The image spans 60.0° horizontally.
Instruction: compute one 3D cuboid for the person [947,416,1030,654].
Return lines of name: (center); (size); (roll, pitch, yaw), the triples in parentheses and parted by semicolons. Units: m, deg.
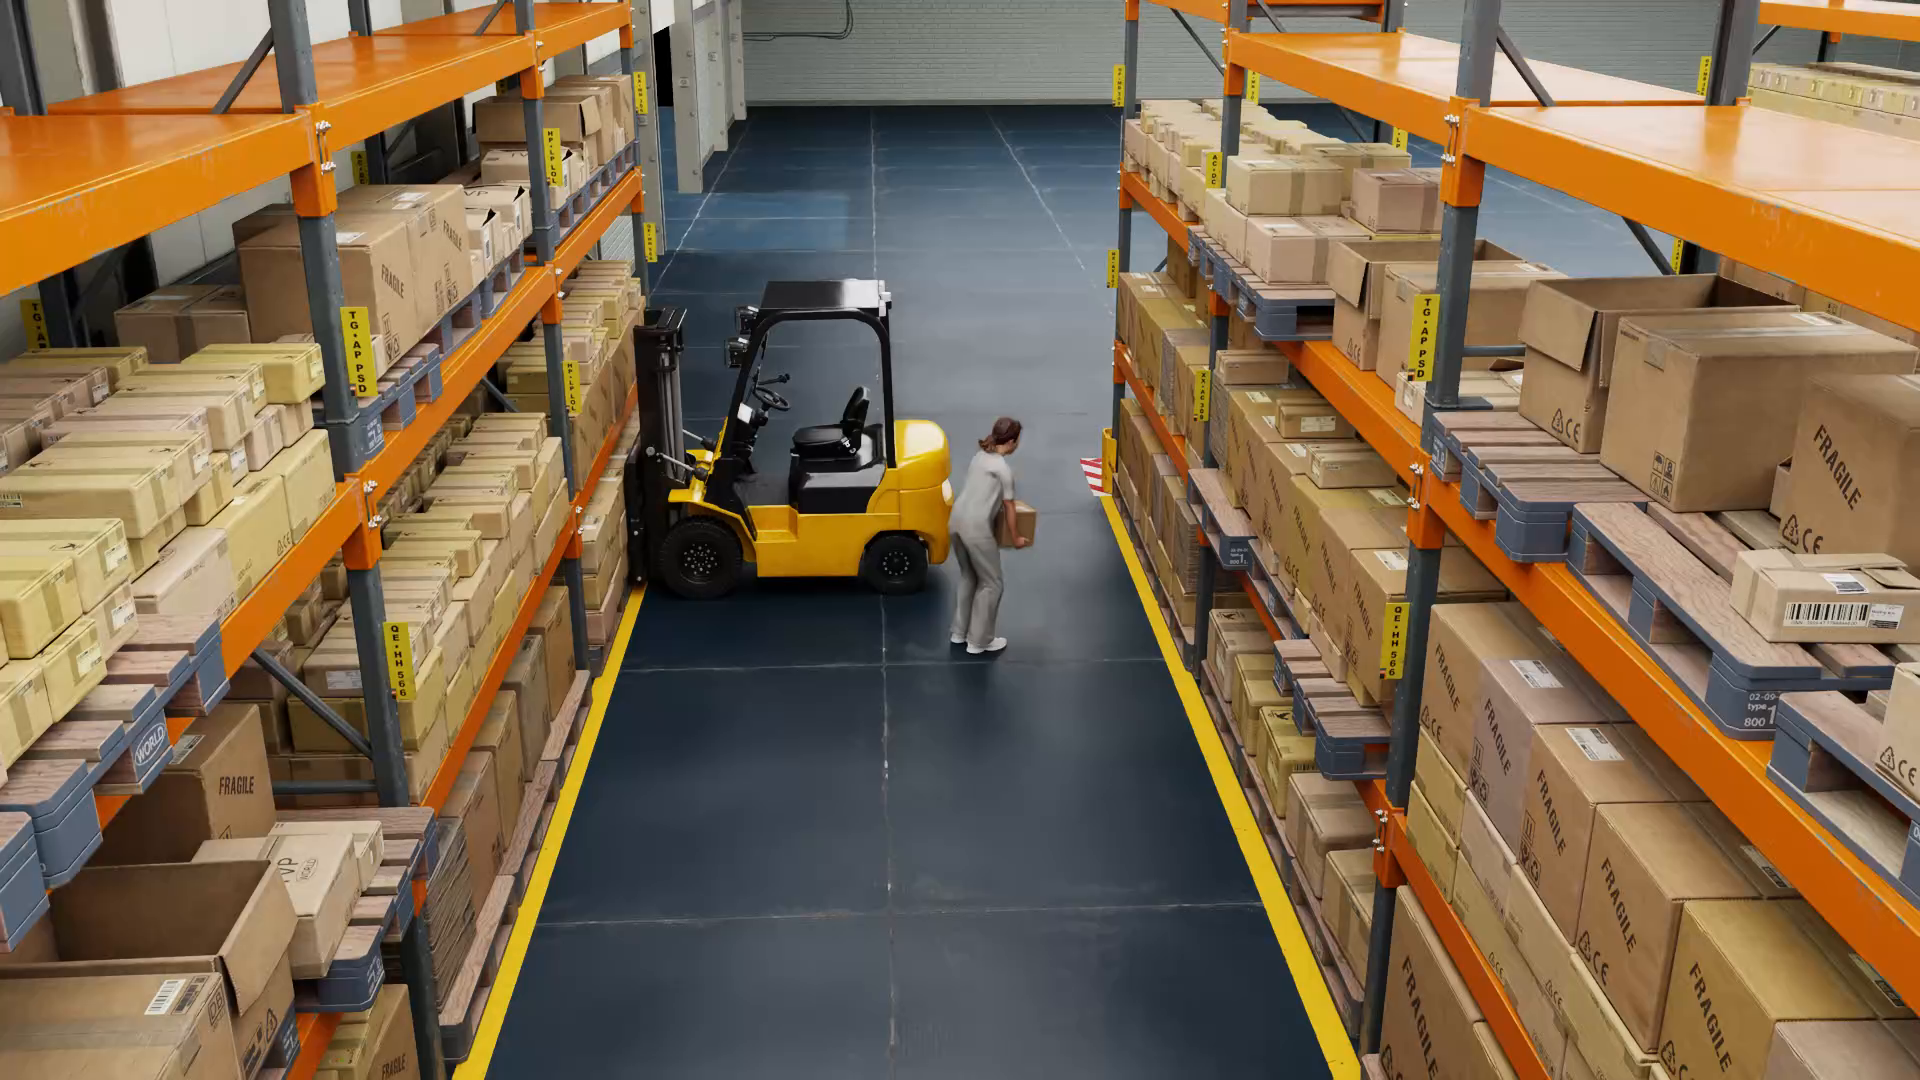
person: (0.188, -0.044, 11.315); (0.551, 1.599, 0.408); (-13, 24, -31)
